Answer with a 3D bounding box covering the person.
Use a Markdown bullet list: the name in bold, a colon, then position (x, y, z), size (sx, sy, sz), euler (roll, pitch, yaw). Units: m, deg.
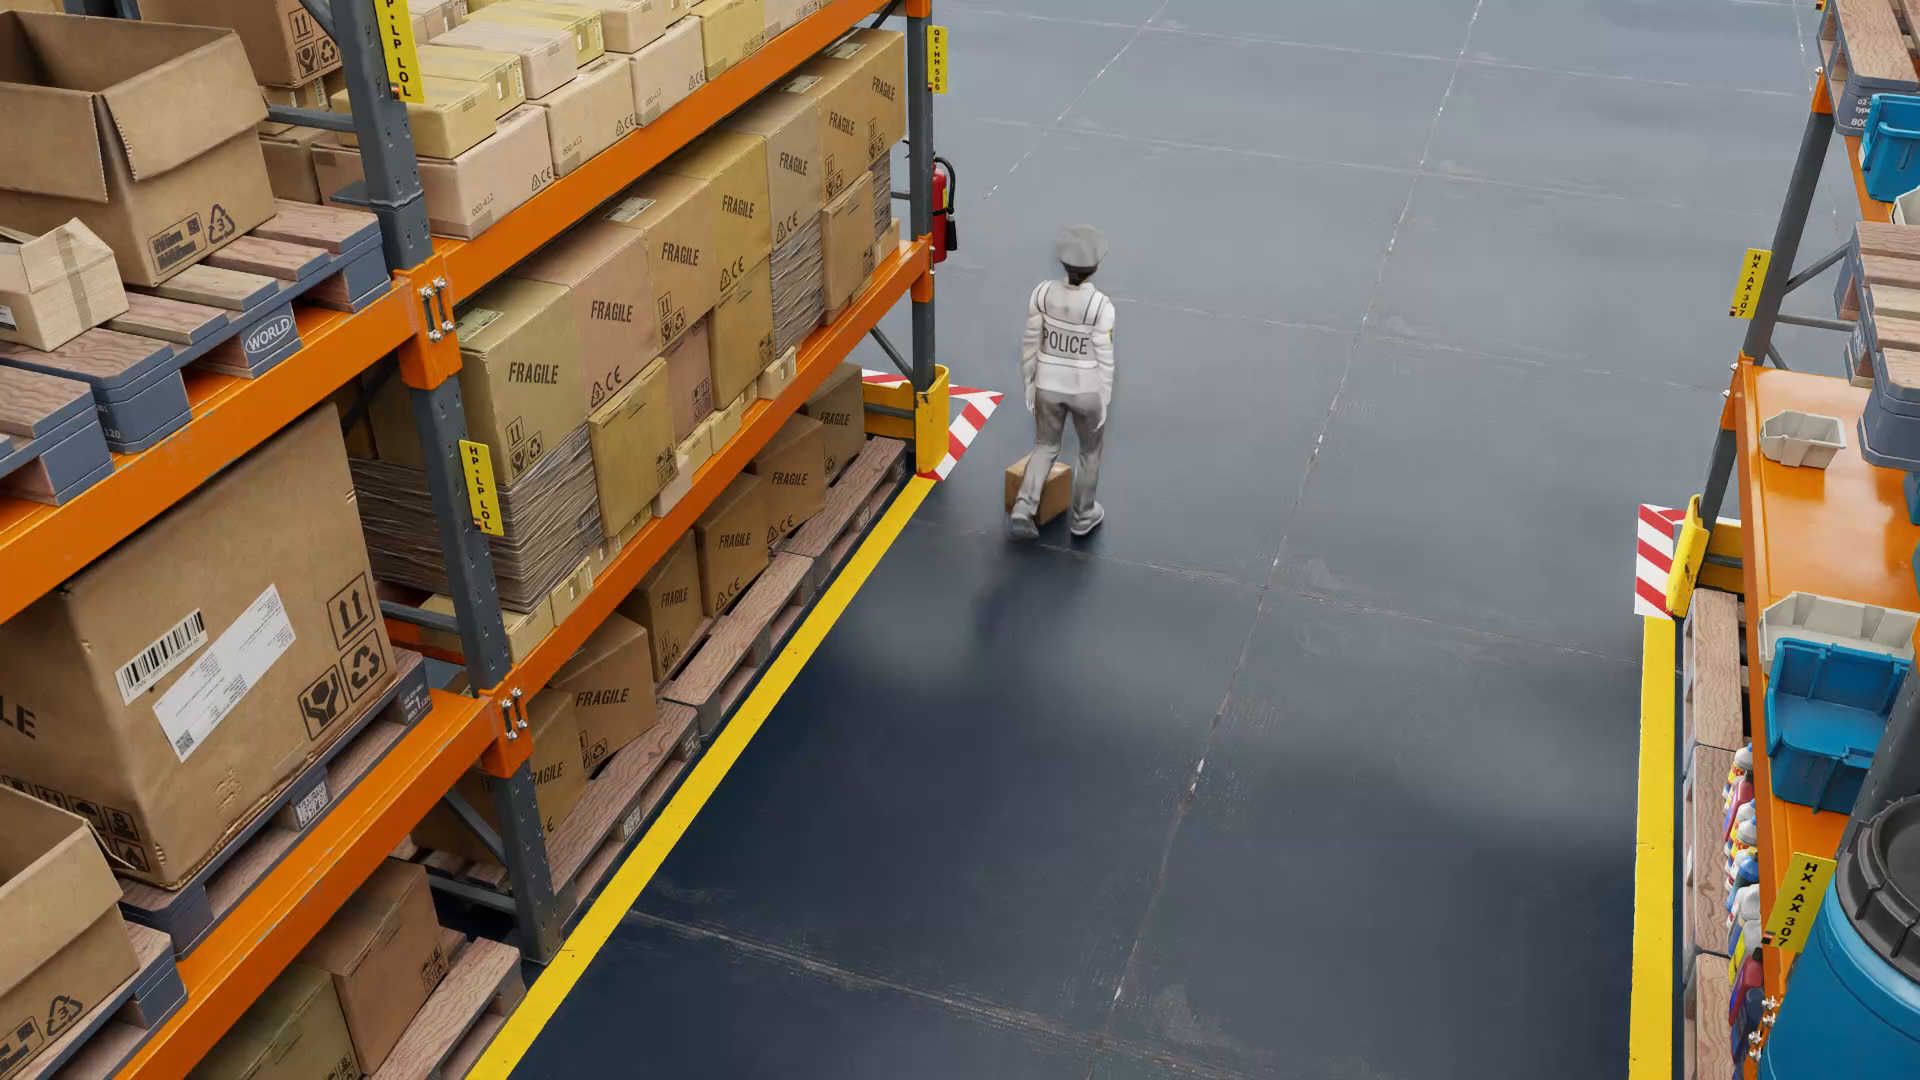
- **person**: position (0.500, -0.716, 8.173), size (0.485, 1.672, 0.653), euler (14, 36, 20)
